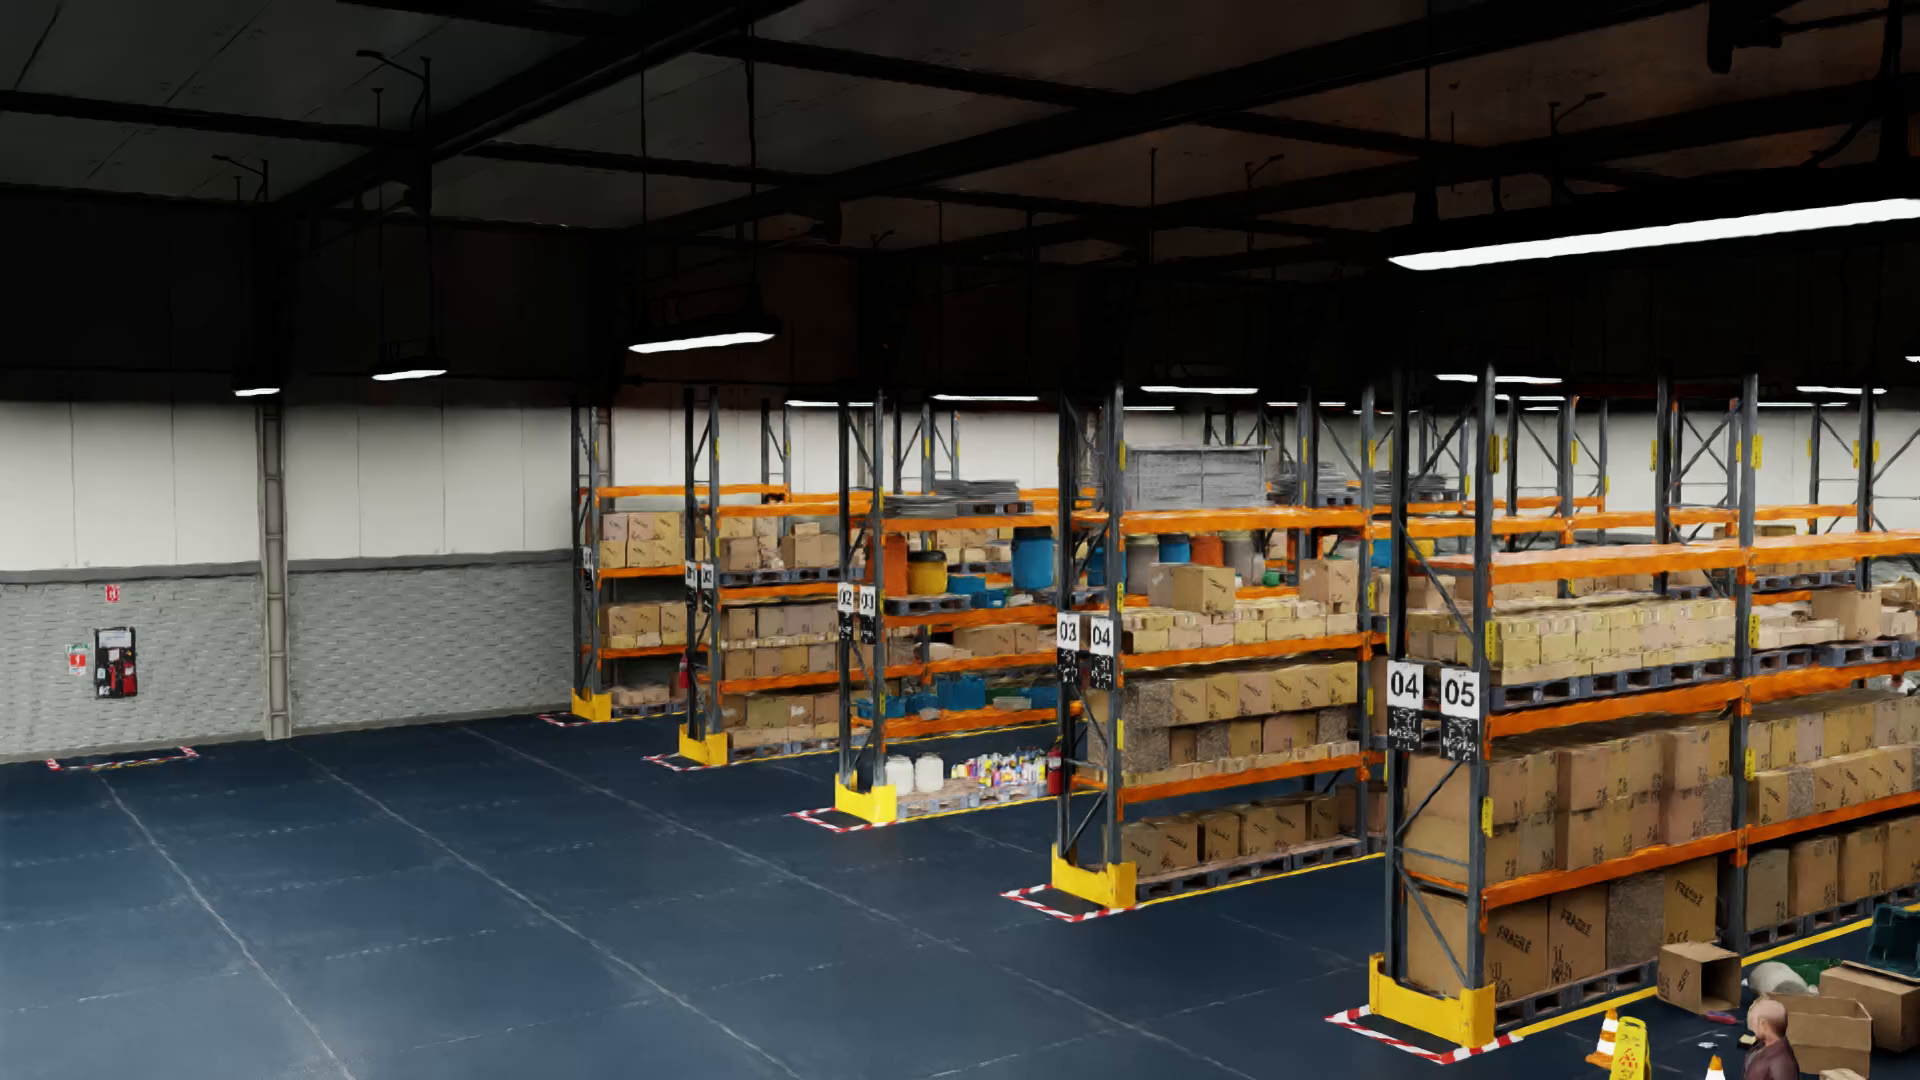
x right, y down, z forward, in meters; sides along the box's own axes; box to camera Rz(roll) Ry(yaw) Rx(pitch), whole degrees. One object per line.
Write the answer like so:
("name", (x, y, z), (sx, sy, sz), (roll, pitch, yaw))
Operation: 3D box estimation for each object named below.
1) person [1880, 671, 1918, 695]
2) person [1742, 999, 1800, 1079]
("person", (14.560, 2.740, 25.840), (1.123, 1.709, 0.553), (-2, 4, -32))
("person", (4.918, 3.663, 9.986), (0.531, 1.771, 0.737), (1, 4, 19))
